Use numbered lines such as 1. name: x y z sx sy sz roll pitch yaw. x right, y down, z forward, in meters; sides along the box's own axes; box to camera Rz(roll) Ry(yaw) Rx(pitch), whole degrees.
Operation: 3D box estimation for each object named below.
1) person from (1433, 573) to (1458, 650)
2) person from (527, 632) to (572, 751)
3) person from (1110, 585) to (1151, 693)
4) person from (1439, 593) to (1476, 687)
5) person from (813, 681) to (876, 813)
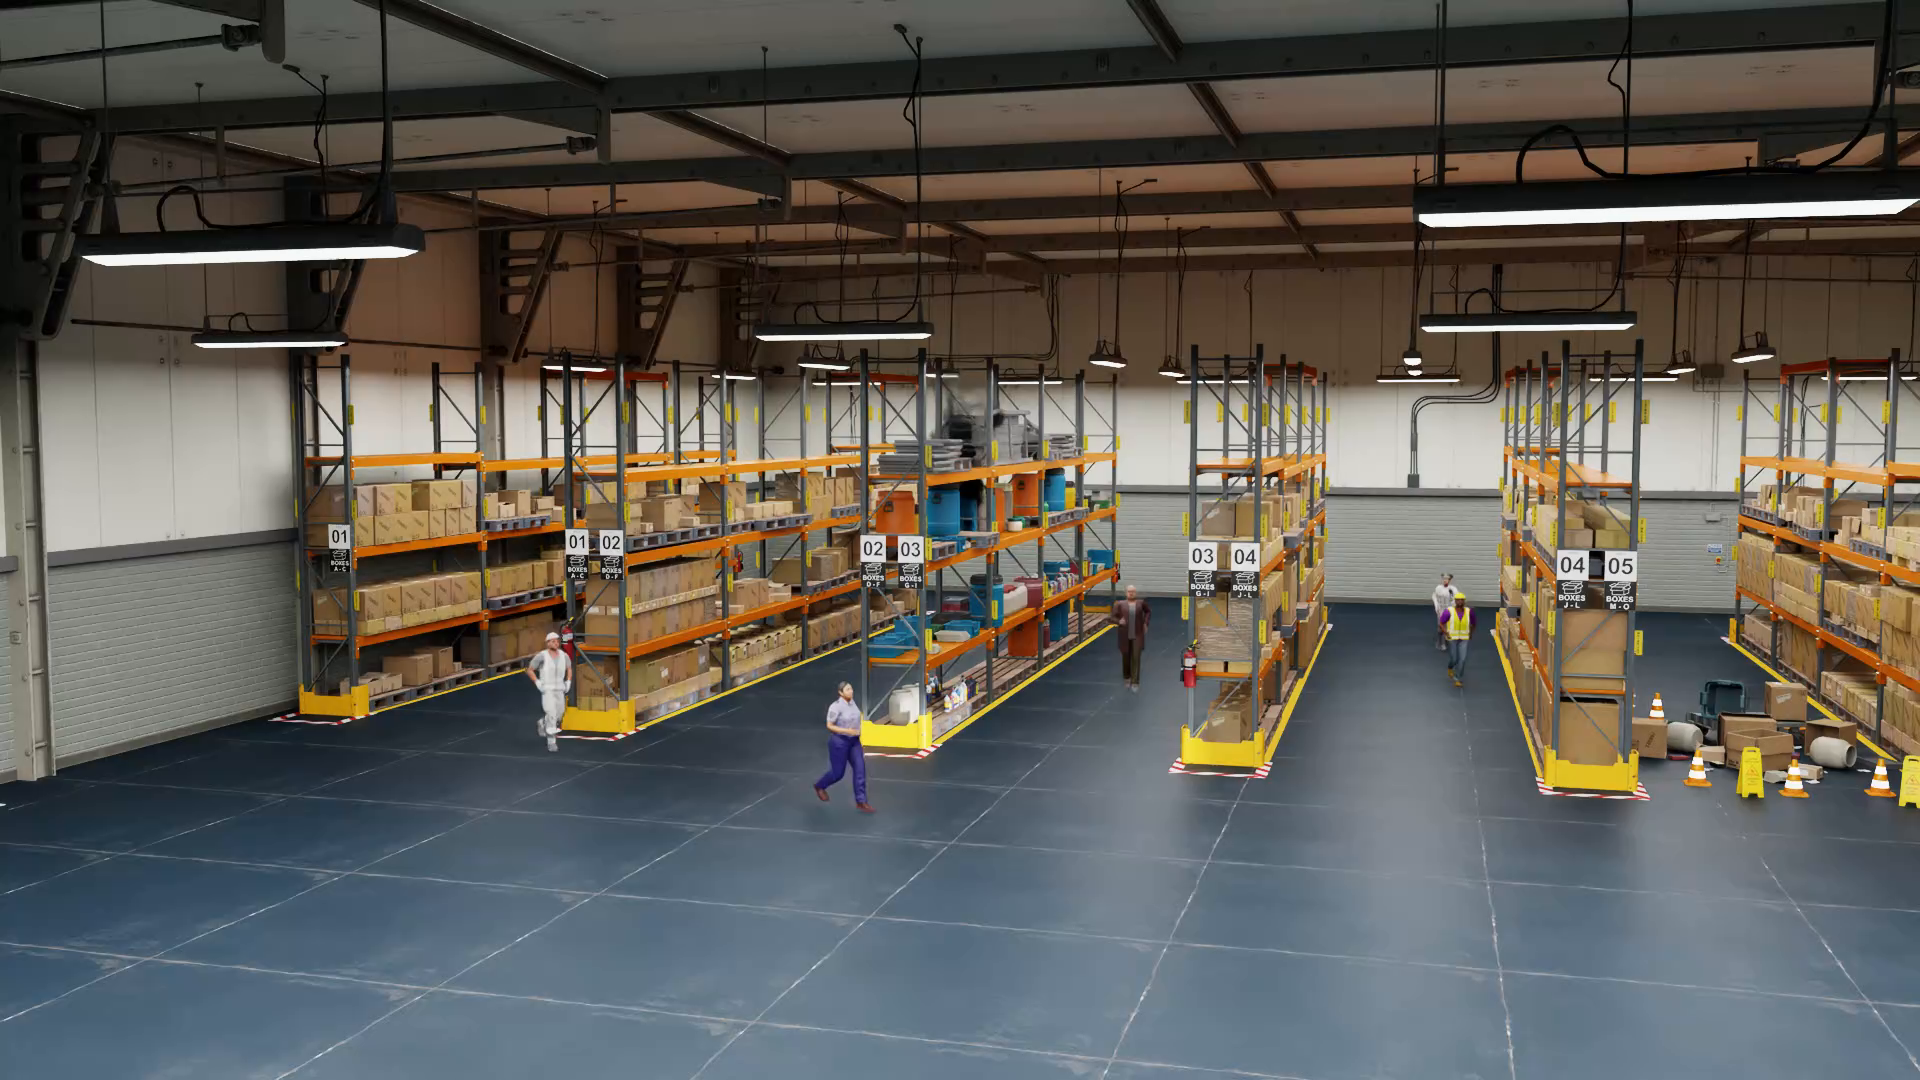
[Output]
1. person: 10.305 1.522 35.256 0.589 1.669 0.616 1 5 19
2. person: -6.187 2.264 25.103 0.692 1.767 0.750 -4 6 -40
3. person: 2.919 1.797 28.420 0.710 1.596 0.972 0 4 3
4. person: 9.215 1.832 30.758 0.691 1.734 0.749 0 4 6
5. person: -1.469 2.599 21.034 0.936 1.647 0.611 4 6 39
